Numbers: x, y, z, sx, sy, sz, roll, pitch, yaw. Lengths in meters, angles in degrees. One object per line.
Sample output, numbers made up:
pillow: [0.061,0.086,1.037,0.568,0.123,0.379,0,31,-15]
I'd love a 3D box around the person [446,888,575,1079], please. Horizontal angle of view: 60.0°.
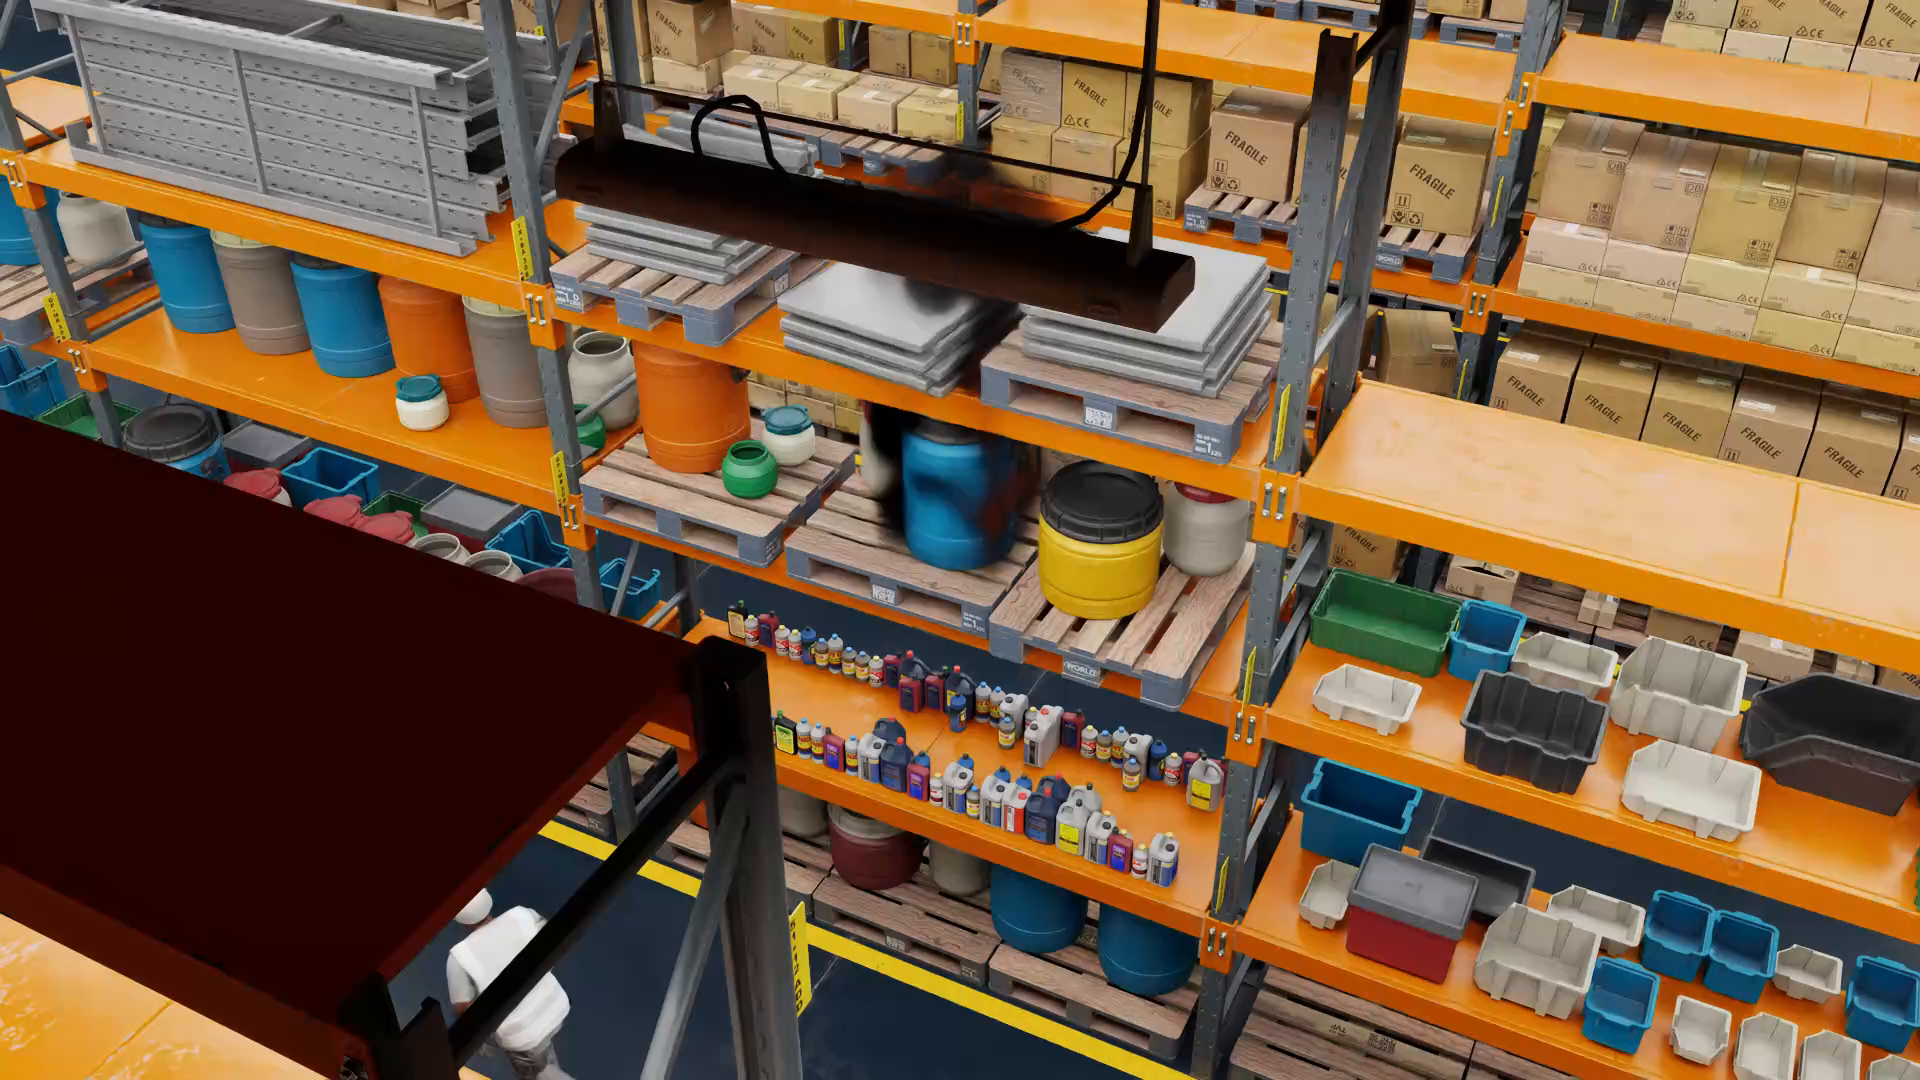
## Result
person: [-2.281,2.567,8.821,0.982,1.604,0.692,22,41,28]
